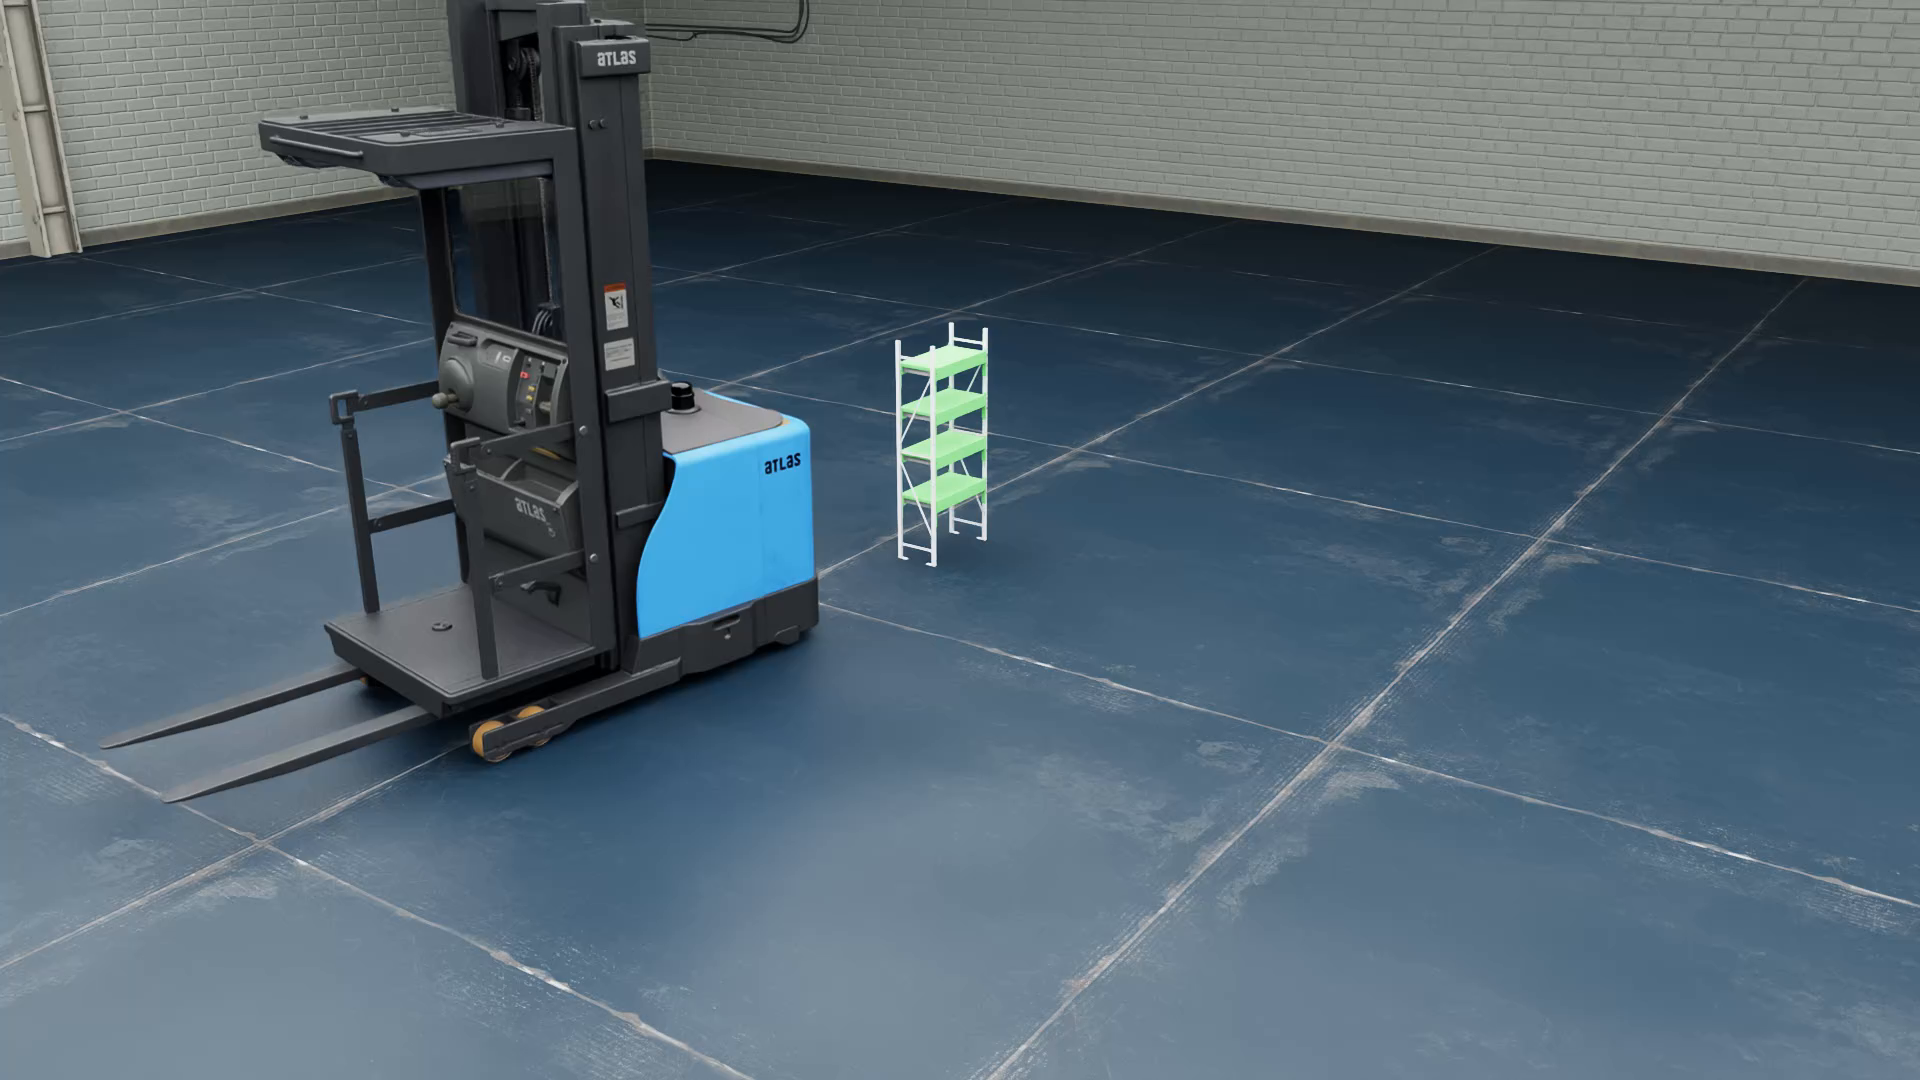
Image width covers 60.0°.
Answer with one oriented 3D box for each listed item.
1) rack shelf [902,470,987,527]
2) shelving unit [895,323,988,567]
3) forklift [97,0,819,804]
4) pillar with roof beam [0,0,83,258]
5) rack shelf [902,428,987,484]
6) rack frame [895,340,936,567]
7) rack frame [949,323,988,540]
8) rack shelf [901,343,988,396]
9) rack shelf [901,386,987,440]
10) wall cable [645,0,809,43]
[{"bbox_3d":[-0.093,-0.230,9.034,0.258,0.148,0.480,13,24,32],"label":"rack shelf"},{"bbox_3d":[-0.093,-0.515,8.928,0.258,1.200,0.503,13,24,32],"label":"shelving unit"},{"bbox_3d":[-2.067,-0.666,6.841,1.130,2.935,3.031,19,27,41],"label":"forklift"},{"bbox_3d":[-5.866,-6.374,13.527,9.100,9.000,0.400,13,24,32],"label":"pillar with roof beam"},{"bbox_3d":[-0.093,-0.455,8.951,0.258,0.148,0.480,13,24,32],"label":"rack shelf"},{"bbox_3d":[-0.230,-0.445,8.739,0.240,1.200,0.015,13,24,32],"label":"rack frame"},{"bbox_3d":[0.044,-0.585,9.118,0.240,1.200,0.015,13,24,32],"label":"rack frame"},{"bbox_3d":[-0.093,-0.906,8.784,0.258,0.148,0.480,13,24,32],"label":"rack shelf"},{"bbox_3d":[-0.093,-0.680,8.867,0.258,0.148,0.480,13,24,32],"label":"rack shelf"},{"bbox_3d":[-3.303,-8.067,22.577,3.097,2.526,0.112,13,24,32],"label":"wall cable"}]
